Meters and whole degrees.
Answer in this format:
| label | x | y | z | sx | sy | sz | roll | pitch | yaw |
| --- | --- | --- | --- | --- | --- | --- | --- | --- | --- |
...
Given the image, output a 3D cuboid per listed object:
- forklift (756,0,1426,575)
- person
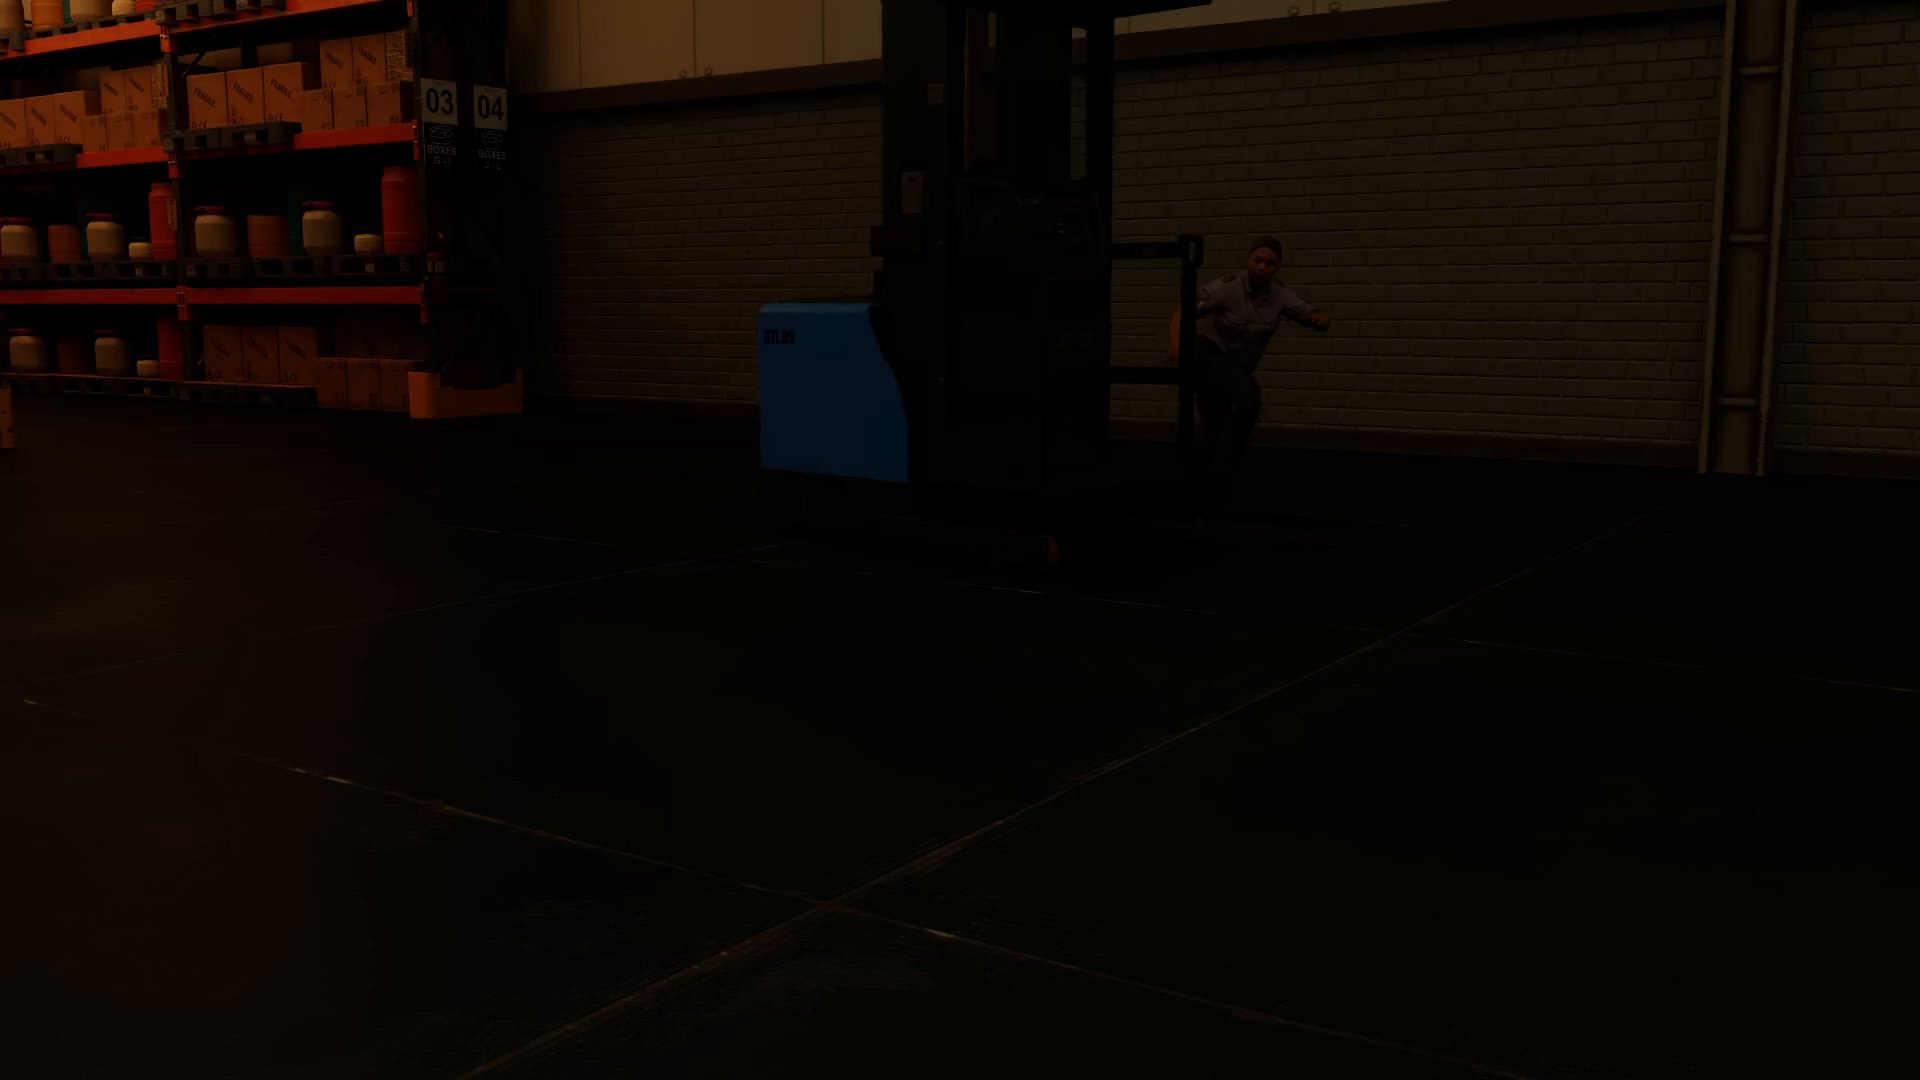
| label | x | y | z | sx | sy | sz | roll | pitch | yaw |
| --- | --- | --- | --- | --- | --- | --- | --- | --- | --- |
| forklift | 0.459 | -1.393 | 6.987 | 3.031 | 2.935 | 1.130 | 8 | 11 | 43 |
| person | 1.428 | -0.850 | 8.609 | 0.916 | 1.424 | 0.856 | -6 | 10 | -35 |
